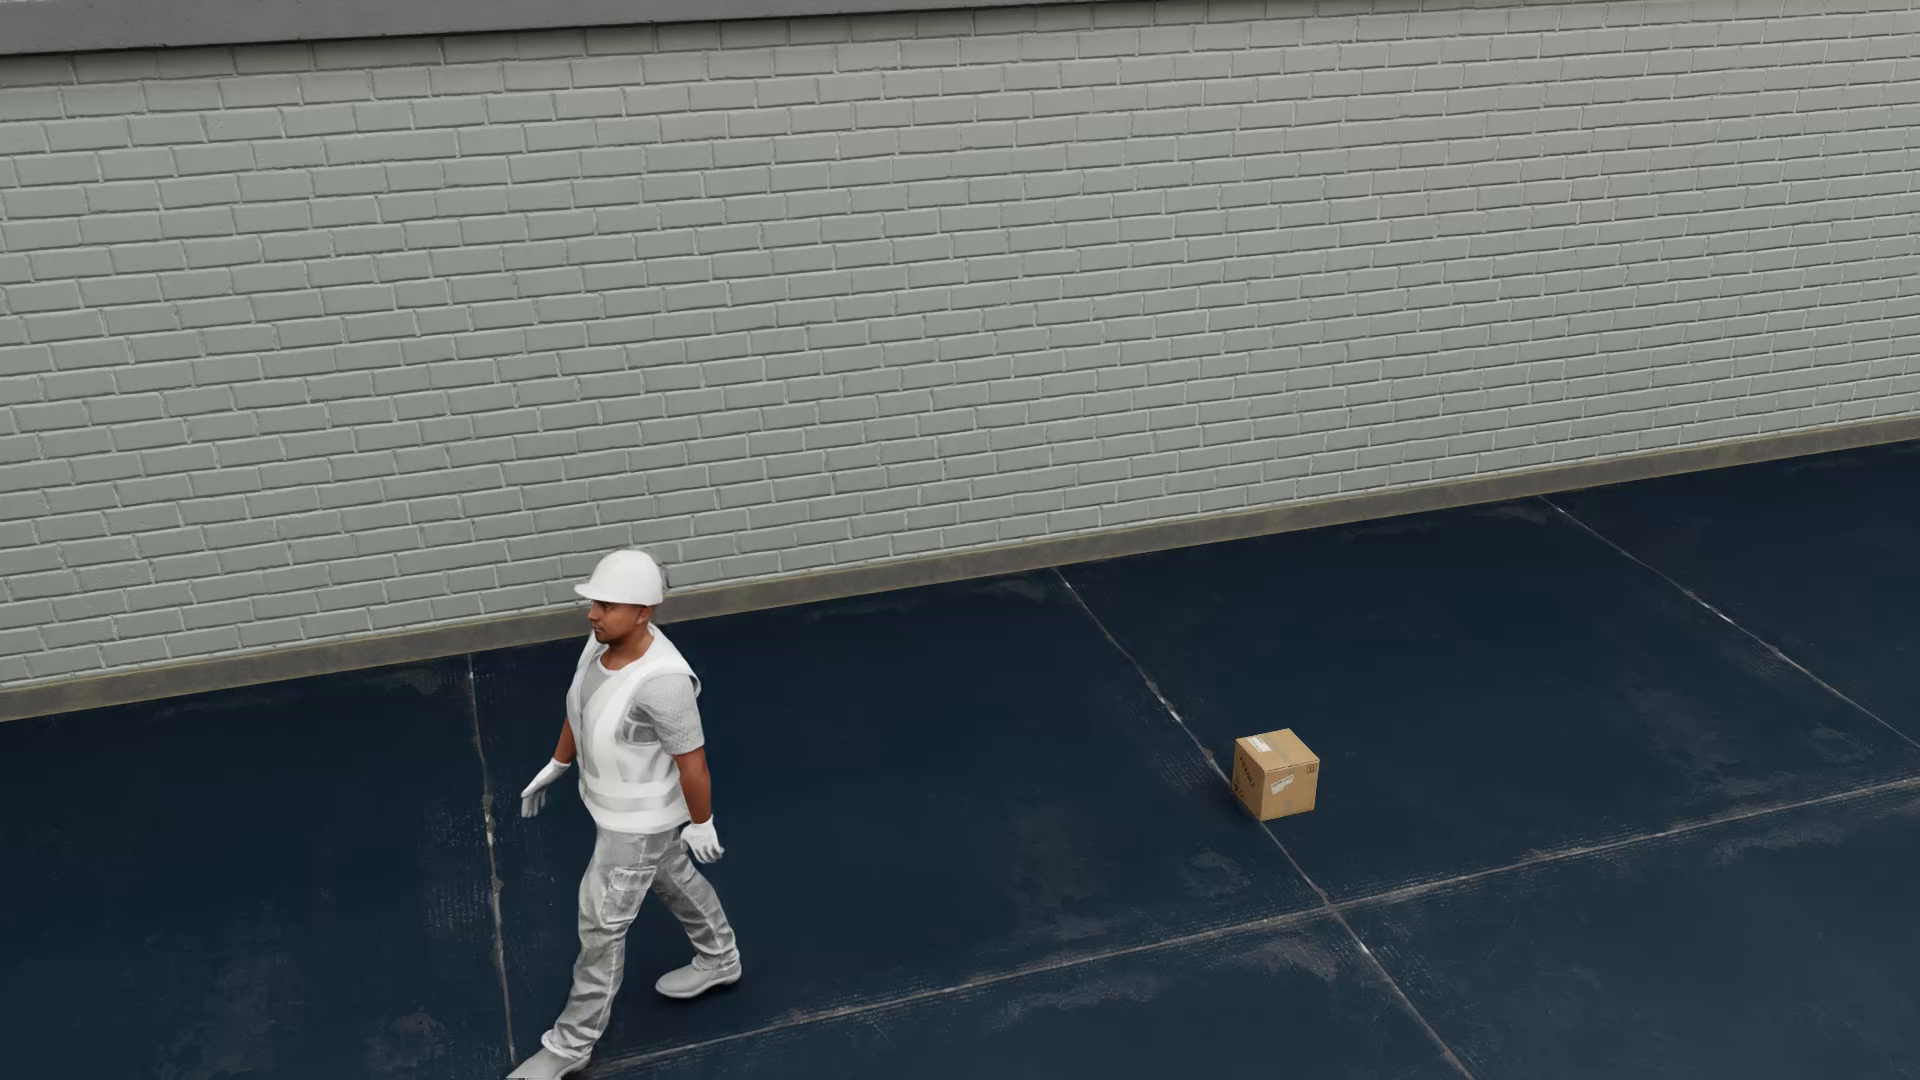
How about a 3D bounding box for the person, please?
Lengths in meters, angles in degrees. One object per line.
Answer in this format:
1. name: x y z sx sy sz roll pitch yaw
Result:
1. person: -1.157 0.860 5.304 0.898 1.754 0.548 -13 29 -24
